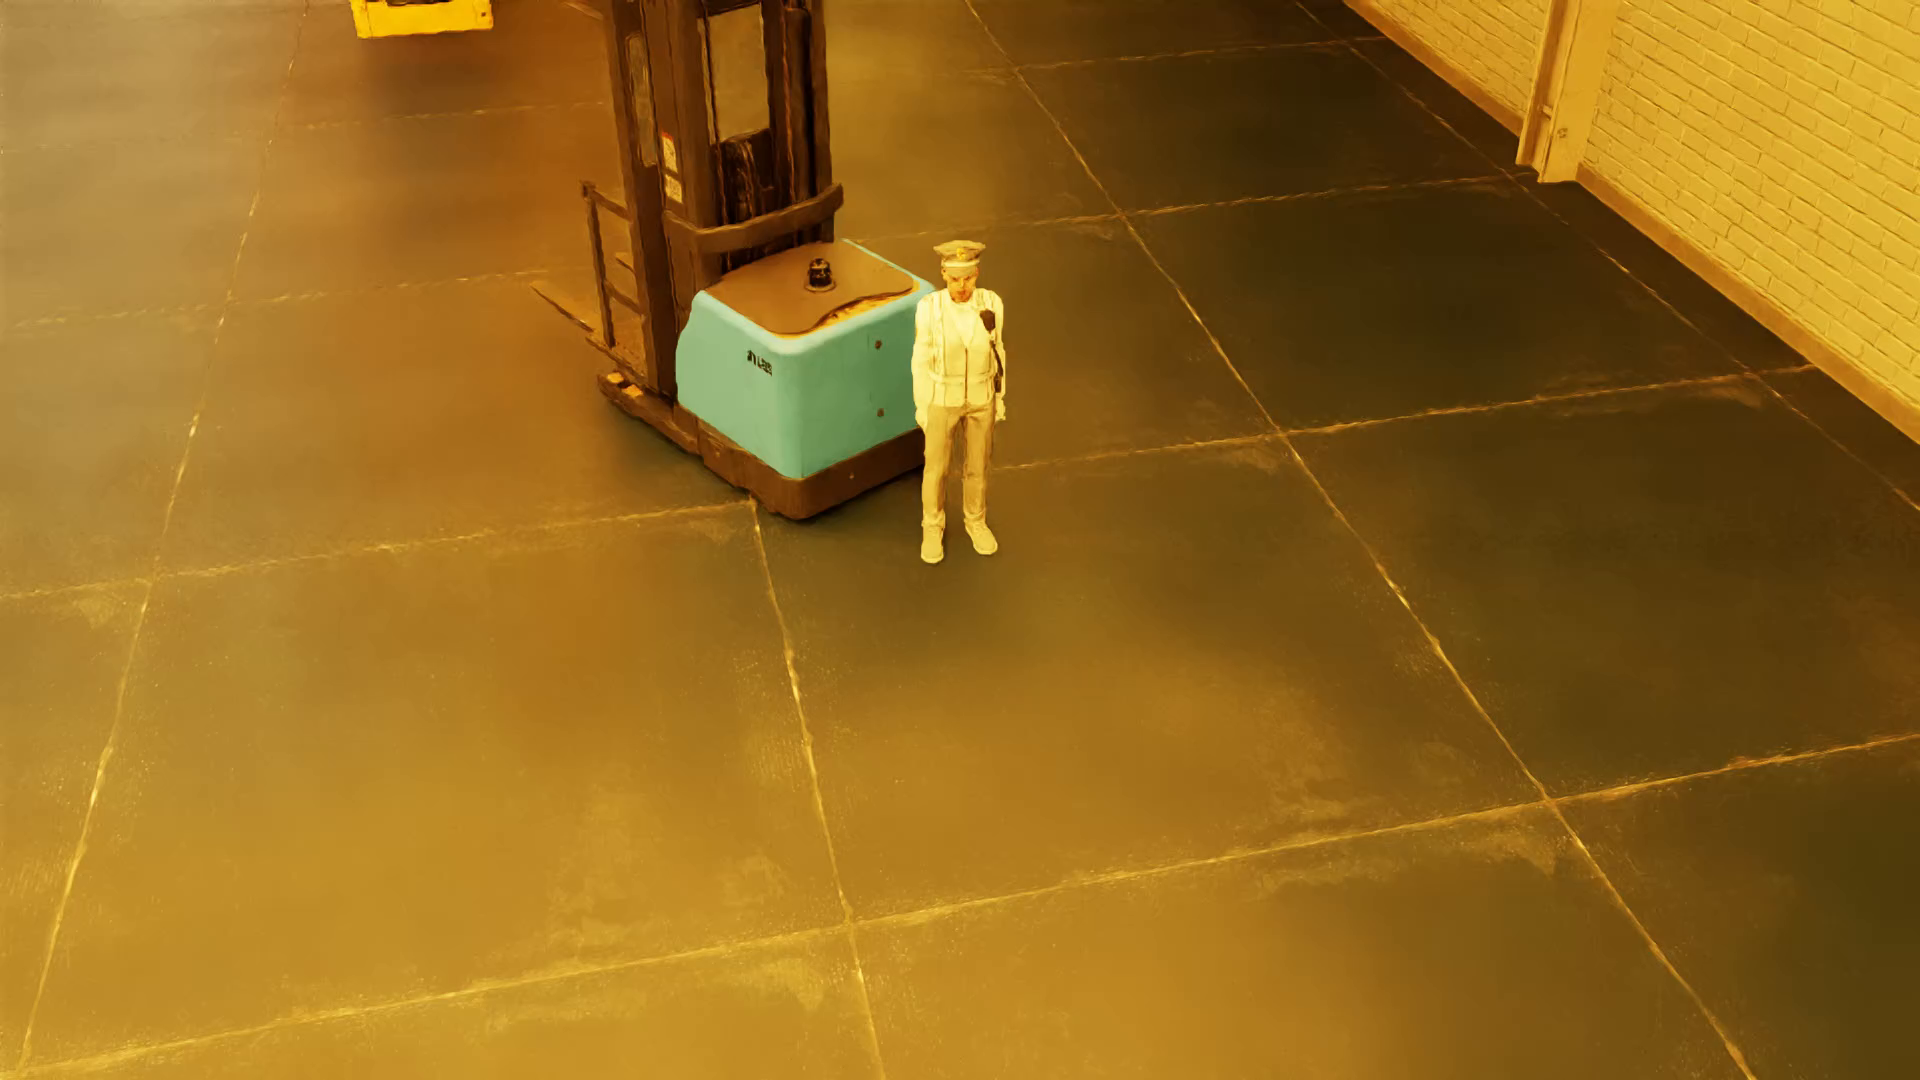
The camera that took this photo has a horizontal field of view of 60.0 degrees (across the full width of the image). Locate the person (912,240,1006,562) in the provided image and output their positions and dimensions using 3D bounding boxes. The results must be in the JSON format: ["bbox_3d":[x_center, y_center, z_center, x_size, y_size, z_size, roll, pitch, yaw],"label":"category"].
[{"bbox_3d":[0.005,-0.676,8.055,0.463,1.692,0.337,-8,36,-11],"label":"person"}]

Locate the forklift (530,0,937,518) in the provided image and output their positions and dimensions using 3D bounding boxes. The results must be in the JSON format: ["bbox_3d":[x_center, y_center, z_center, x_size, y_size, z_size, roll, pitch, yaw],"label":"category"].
[{"bbox_3d":[-1.447,-2.084,8.945,1.130,2.935,3.031,-27,44,-32],"label":"forklift"}]
